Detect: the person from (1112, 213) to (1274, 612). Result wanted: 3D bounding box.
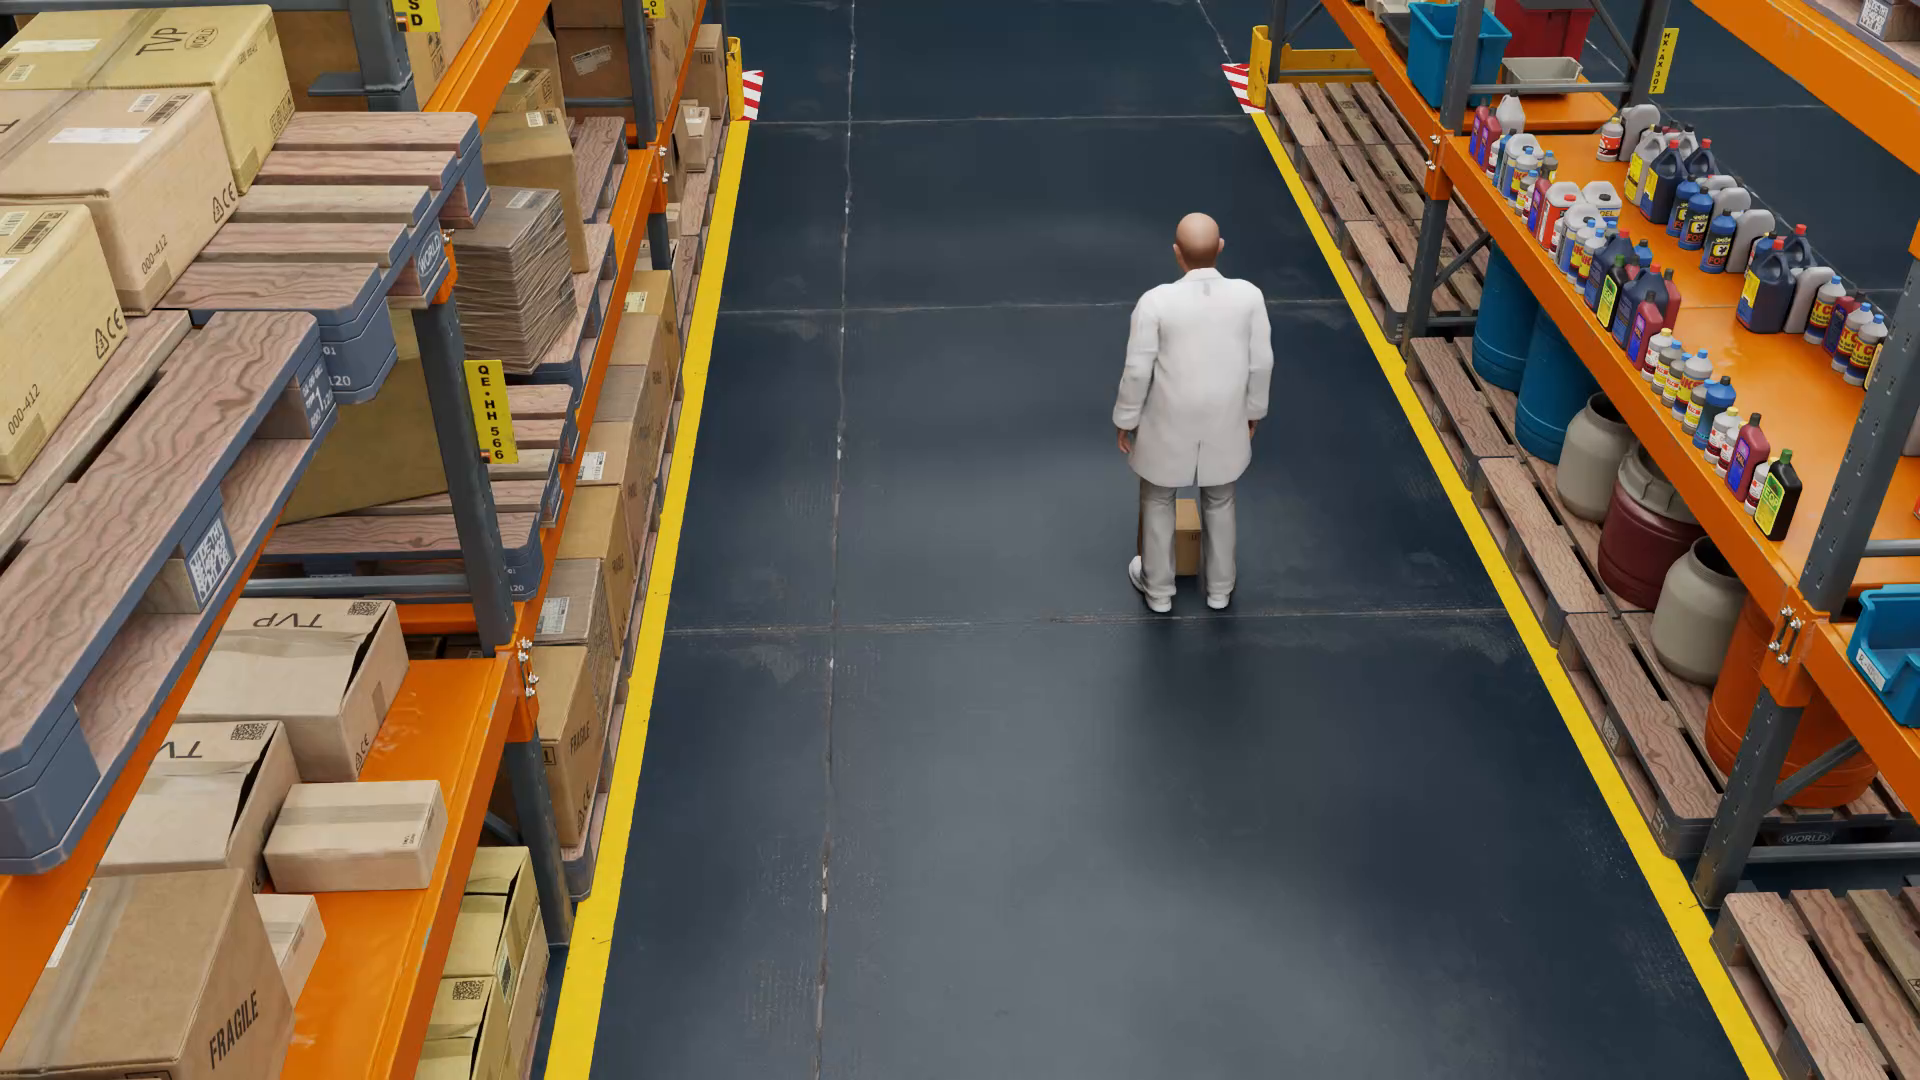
[{"bbox_3d":[0.949,-0.499,6.877,0.652,1.773,0.426,-3,35,-5],"label":"person"}]
